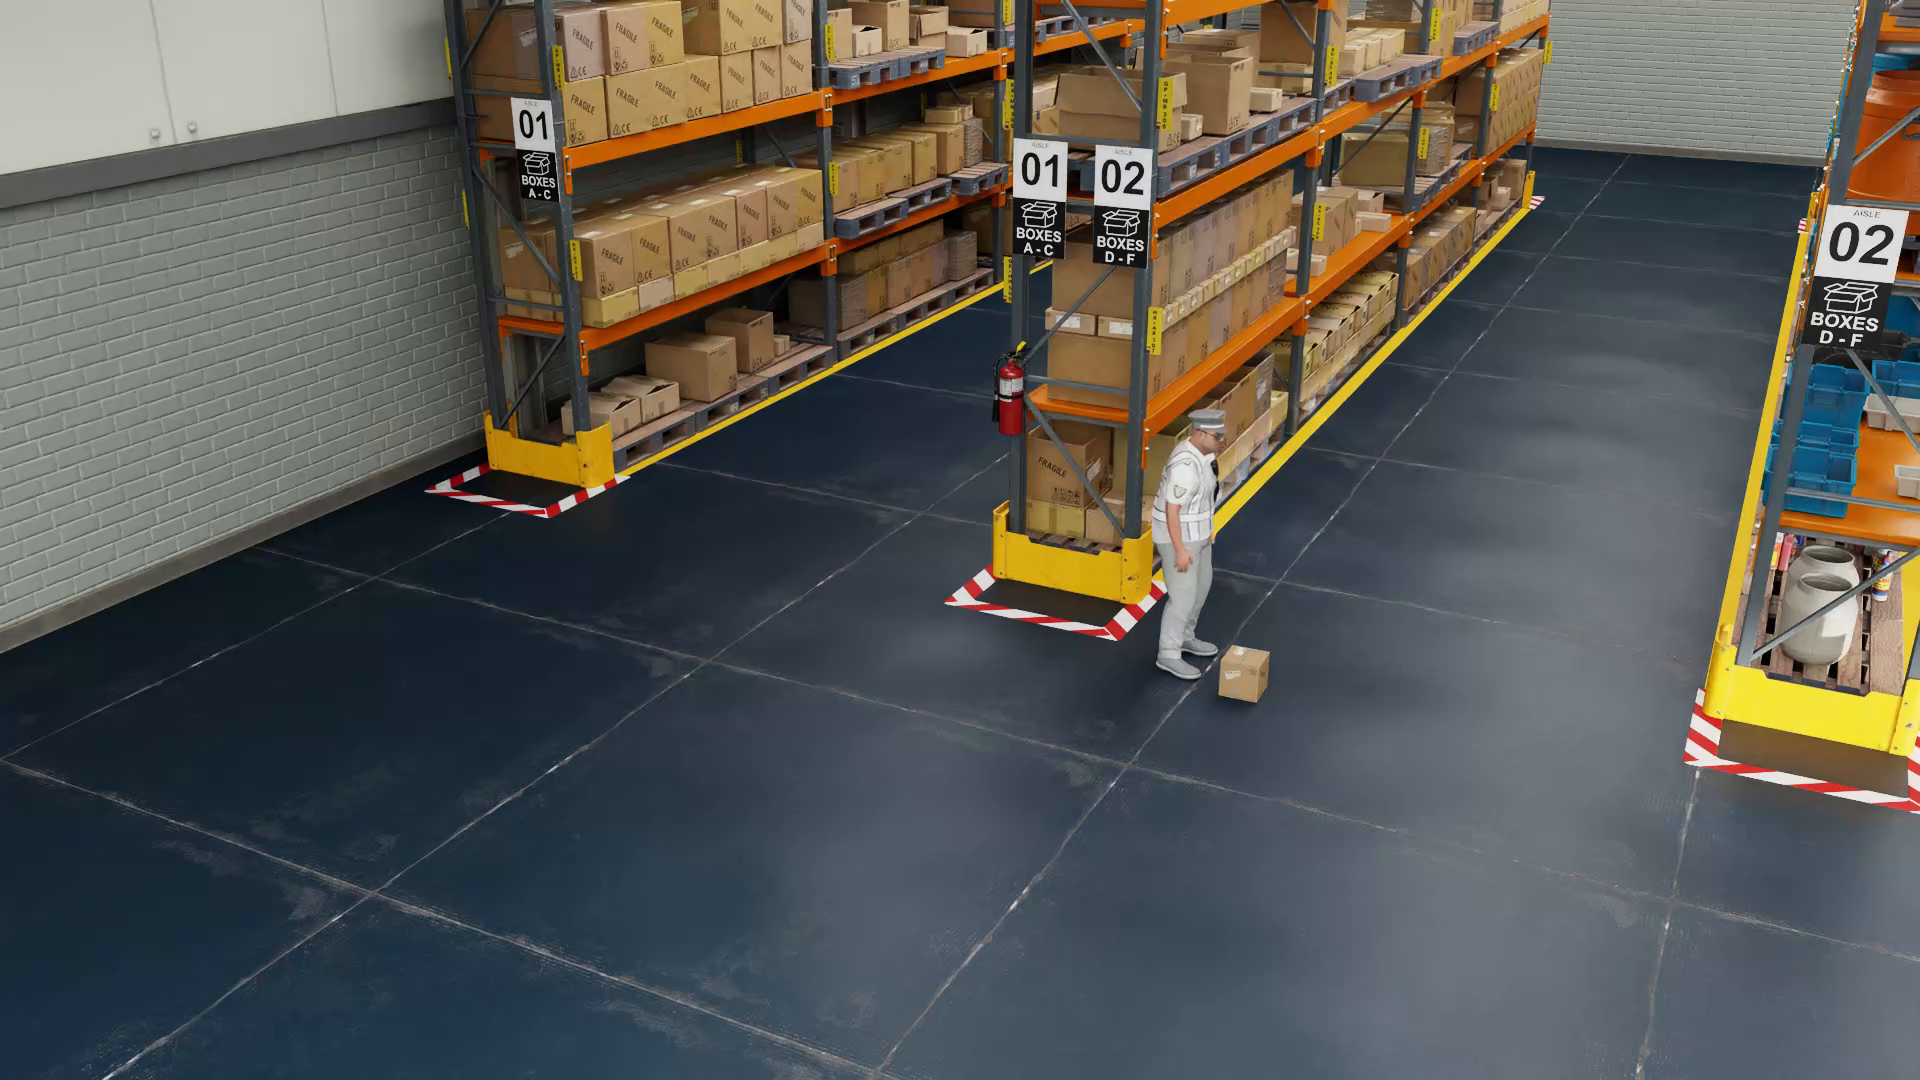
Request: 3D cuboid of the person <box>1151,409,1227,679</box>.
[{"bbox_3d":[1.477,-0.019,10.784,0.438,1.748,0.584,11,25,25],"label":"person"}]
